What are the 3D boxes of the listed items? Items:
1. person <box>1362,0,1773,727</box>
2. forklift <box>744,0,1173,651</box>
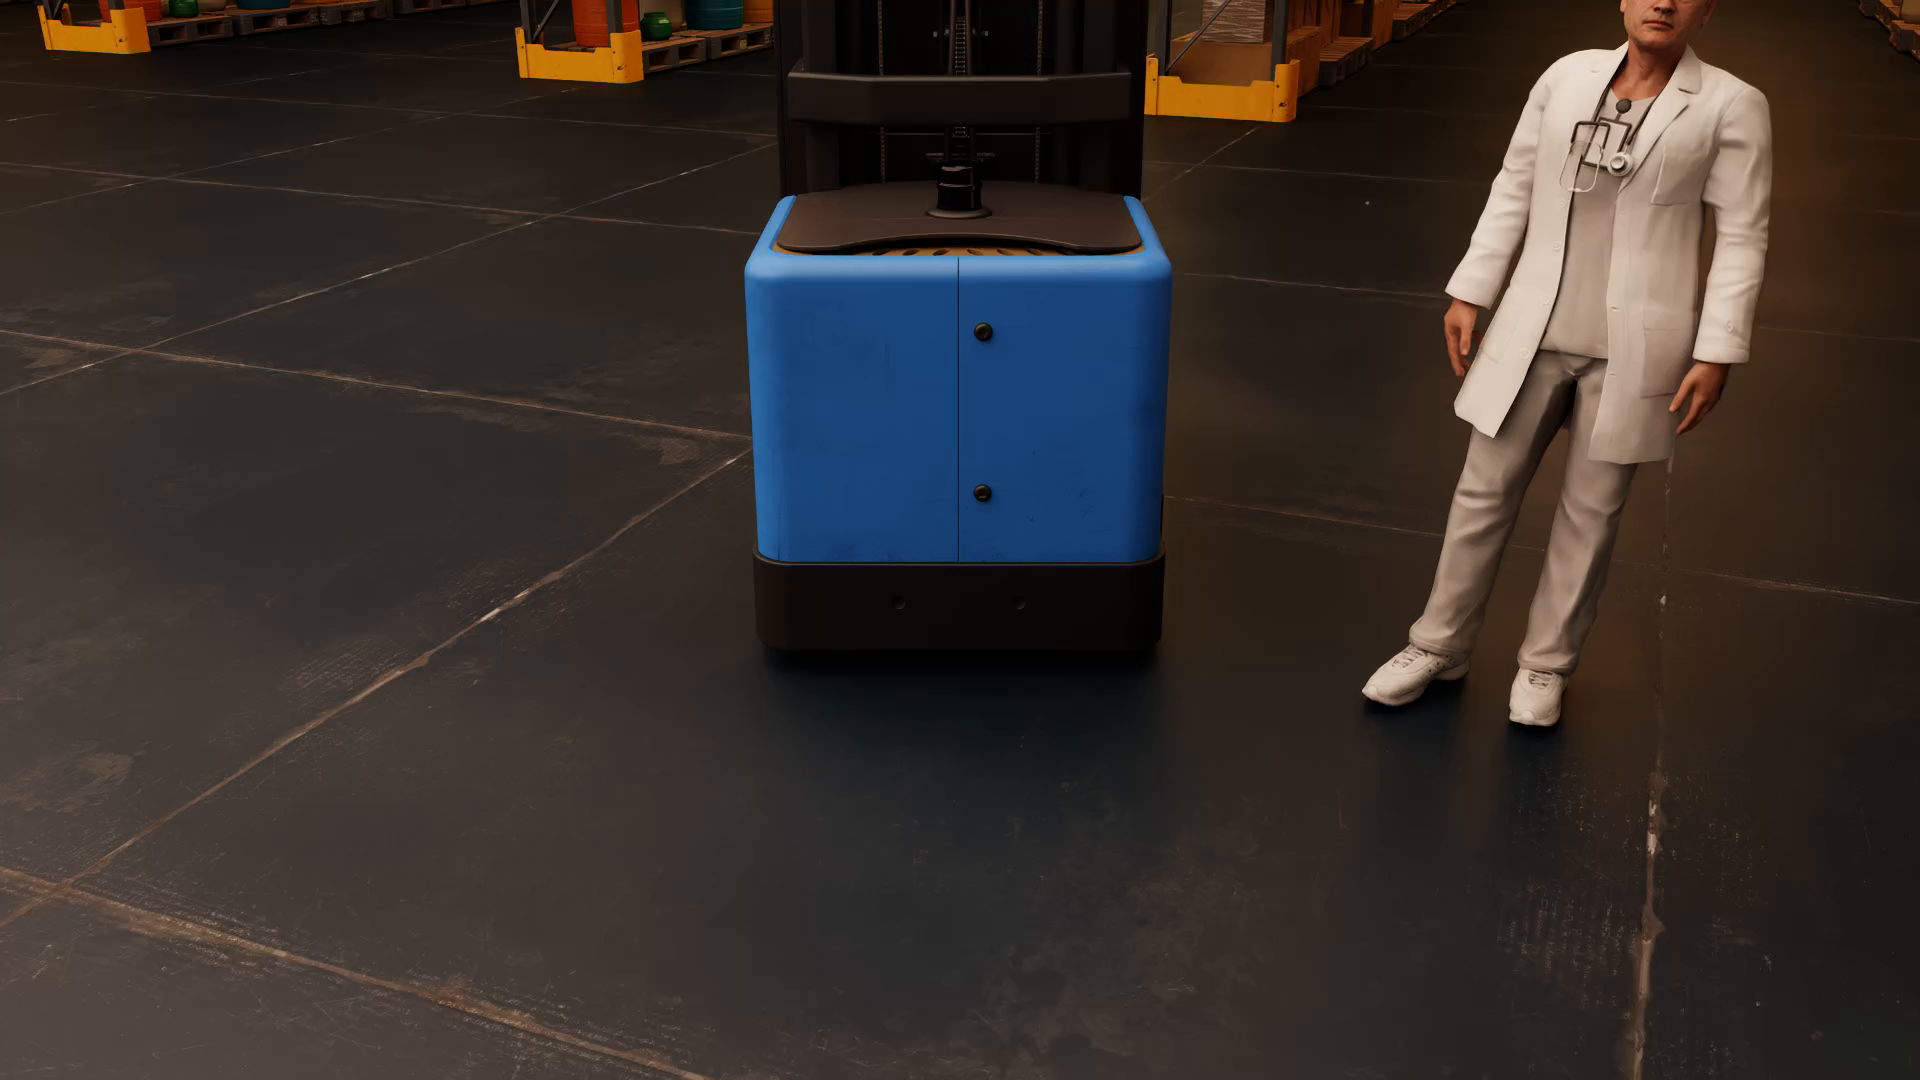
[{"bbox_3d":[1.400,-0.423,3.781,0.698,1.779,0.578,17,28,35],"label":"person"},{"bbox_3d":[0.002,-1.587,5.089,1.130,2.935,3.031,0,23,0],"label":"forklift"}]
